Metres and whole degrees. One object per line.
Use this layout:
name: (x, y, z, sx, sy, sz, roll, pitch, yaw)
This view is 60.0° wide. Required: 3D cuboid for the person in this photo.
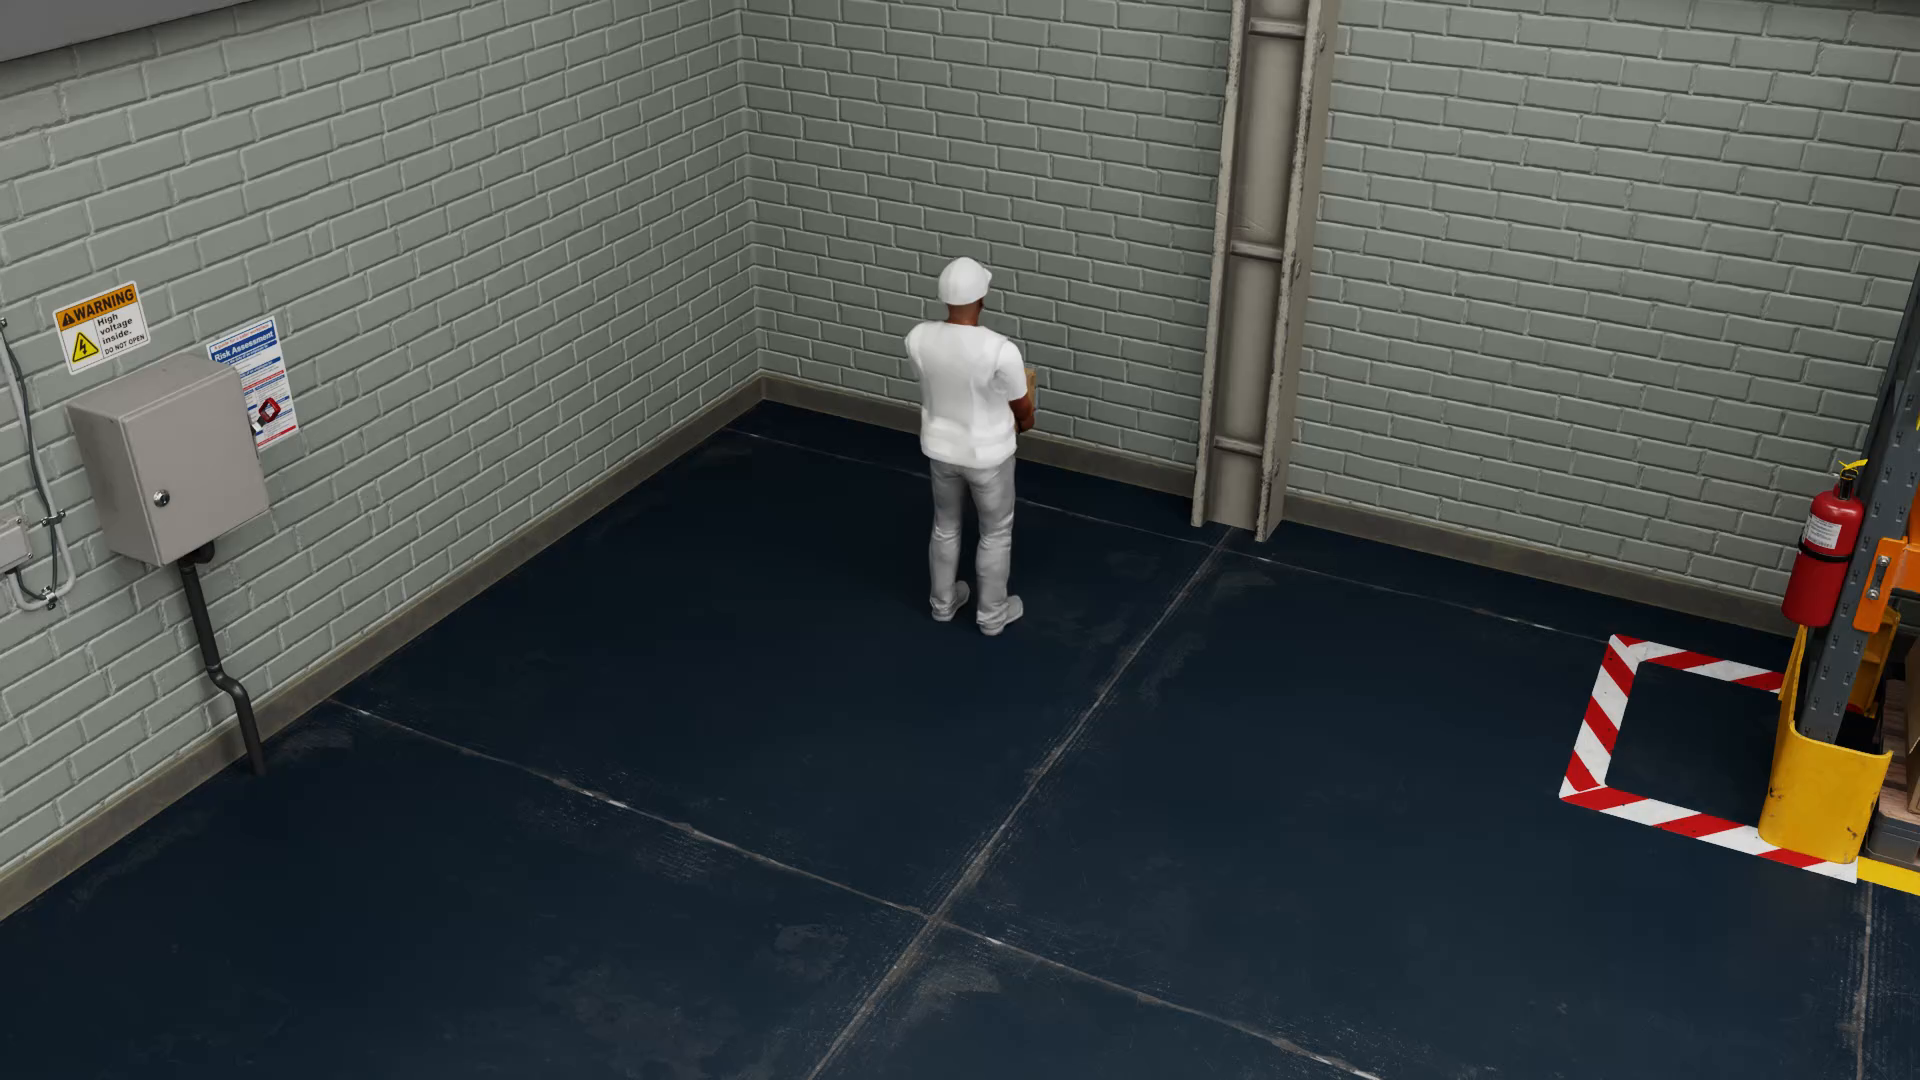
person: (0.080, -0.443, 7.376, 0.528, 1.769, 0.567, 14, 33, 23)
